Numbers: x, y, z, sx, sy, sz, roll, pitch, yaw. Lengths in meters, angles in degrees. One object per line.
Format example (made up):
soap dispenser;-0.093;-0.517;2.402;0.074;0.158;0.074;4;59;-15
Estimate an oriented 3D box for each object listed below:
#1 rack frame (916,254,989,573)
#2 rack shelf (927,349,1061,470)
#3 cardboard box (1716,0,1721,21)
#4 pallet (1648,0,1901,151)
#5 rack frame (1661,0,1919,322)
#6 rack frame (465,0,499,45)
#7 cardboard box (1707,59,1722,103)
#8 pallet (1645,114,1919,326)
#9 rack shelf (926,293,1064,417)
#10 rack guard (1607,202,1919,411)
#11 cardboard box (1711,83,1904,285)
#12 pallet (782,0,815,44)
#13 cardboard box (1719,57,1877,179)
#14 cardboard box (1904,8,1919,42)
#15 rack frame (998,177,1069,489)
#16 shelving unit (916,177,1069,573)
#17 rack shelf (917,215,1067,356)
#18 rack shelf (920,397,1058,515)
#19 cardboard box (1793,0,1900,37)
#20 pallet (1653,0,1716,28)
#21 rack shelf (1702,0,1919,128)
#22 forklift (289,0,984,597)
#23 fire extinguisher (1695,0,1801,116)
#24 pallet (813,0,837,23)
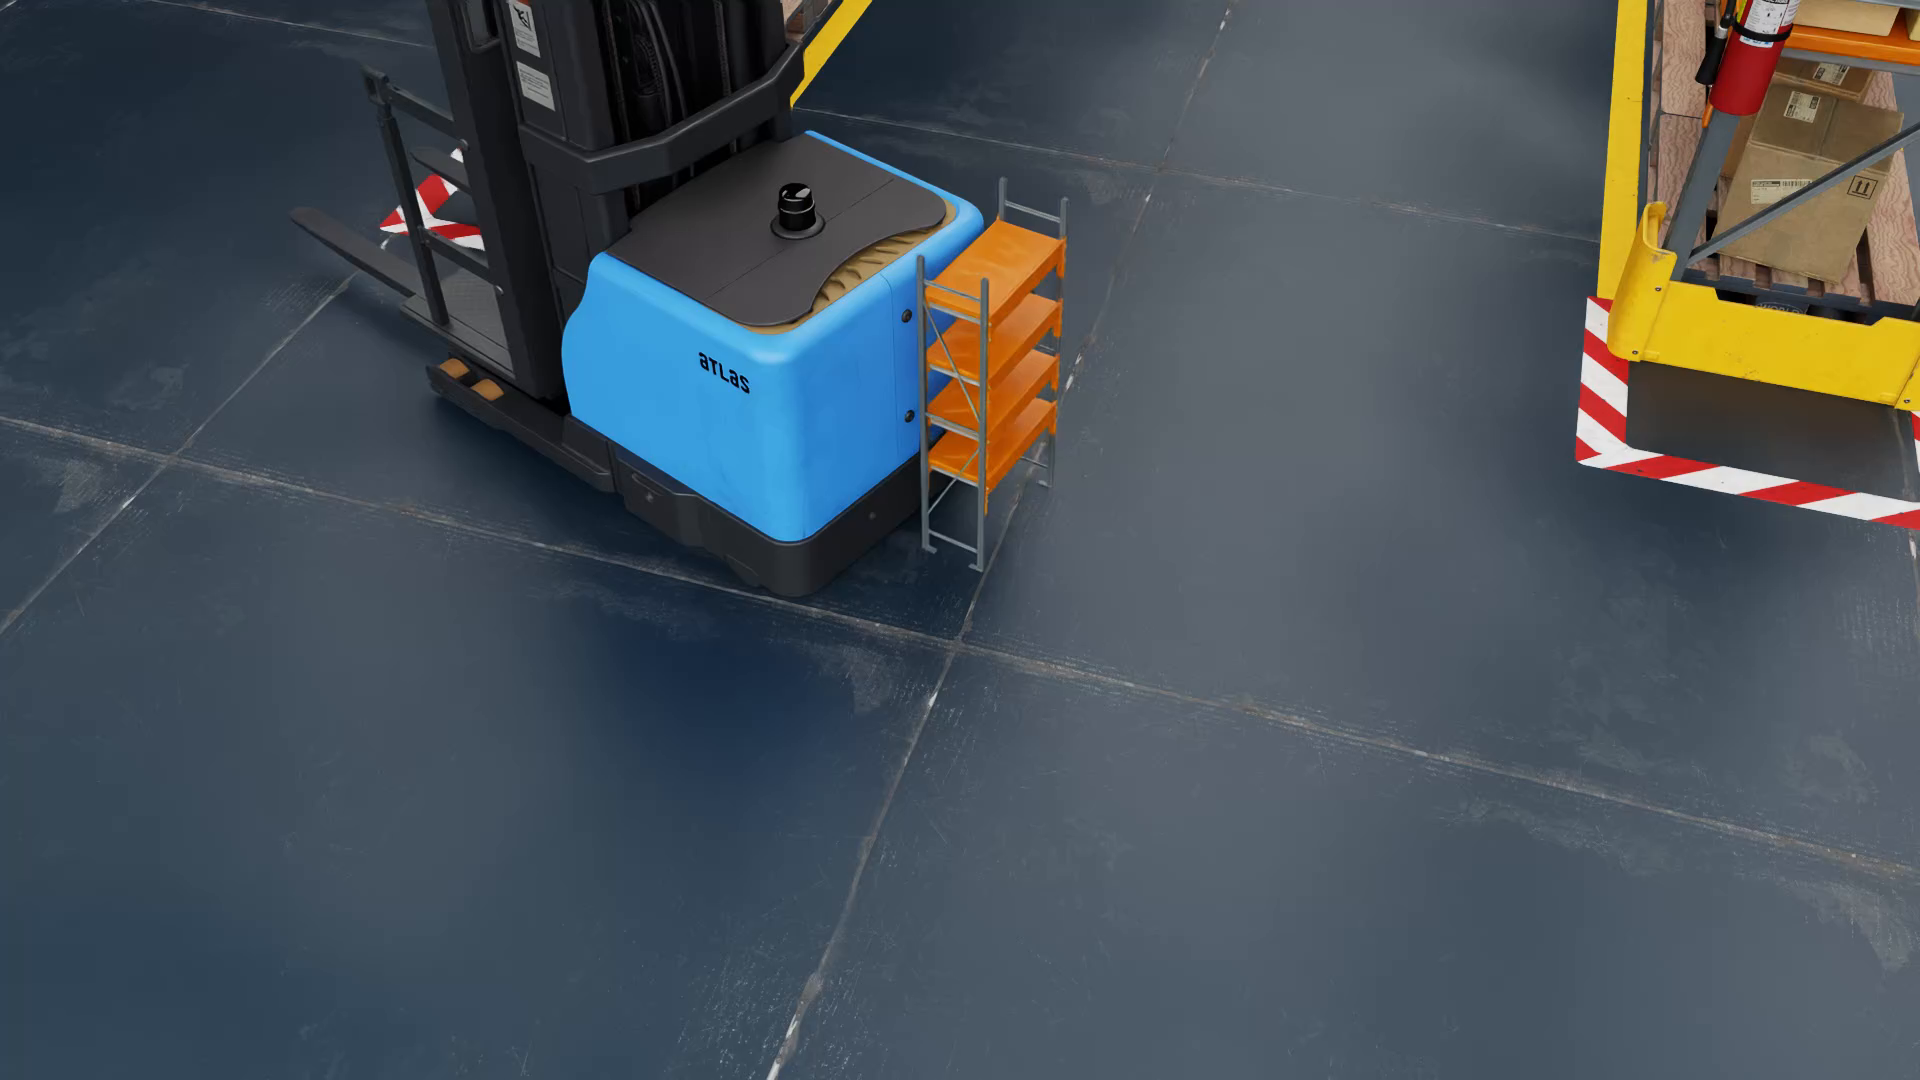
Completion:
rack frame;-0.022;-0.365;5.265;0.240;1.200;0.015;23;49;21
rack shelf;0.103;-0.463;5.462;0.258;0.148;0.480;23;49;21
cardboard box;3.880;-2.582;7.731;0.500;0.500;0.500;9;45;9
pallet;3.781;-2.130;7.775;1.003;0.211;1.213;13;46;13
rack frame;3.107;-1.731;5.374;1.000;3.000;0.127;13;46;13
rack frame;-1.613;-2.780;6.446;1.000;3.000;0.127;13;46;13
cardboard box;3.668;-2.219;7.360;0.500;0.500;0.500;17;47;16
pallet;3.410;-1.319;6.947;1.003;0.211;1.213;13;46;13
rack shelf;0.103;-0.623;5.305;0.258;0.148;0.480;23;49;21
rack guard;3.130;-0.888;6.300;1.175;0.500;0.348;13;46;13
cardboard box;3.312;-1.400;6.523;0.500;0.500;0.500;21;48;20
pallet;-1.384;-2.384;8.036;1.003;0.211;1.213;13;46;13
cardboard box;3.460;-1.806;6.938;0.500;0.500;0.500;24;49;23
cardboard box;3.421;-1.781;5.605;0.380;0.149;0.250;13;46;13
rack frame;0.228;-0.658;5.564;0.240;1.200;0.015;23;49;21
shelving unit;0.103;-0.512;5.415;0.258;1.200;0.503;23;49;21
rack shelf;0.103;-0.792;5.140;0.258;0.148;0.480;23;49;21
rack shelf;0.102;-0.322;5.601;0.258;0.148;0.480;23;49;21
cardboard box;2.997;-1.875;5.701;0.380;0.149;0.250;13;46;13
pallet;4.149;-2.945;8.609;1.003;0.211;1.213;13;46;13
rack shelf;3.713;-2.807;6.988;1.077;0.370;4.000;13;46;13
forklift;-1.366;-1.734;5.426;3.031;2.935;1.130;30;52;27
fire extinguisher;2.633;-1.725;5.423;0.296;0.674;0.183;13;46;13
pallet;-1.013;-3.195;8.864;1.003;0.211;1.213;13;46;13
